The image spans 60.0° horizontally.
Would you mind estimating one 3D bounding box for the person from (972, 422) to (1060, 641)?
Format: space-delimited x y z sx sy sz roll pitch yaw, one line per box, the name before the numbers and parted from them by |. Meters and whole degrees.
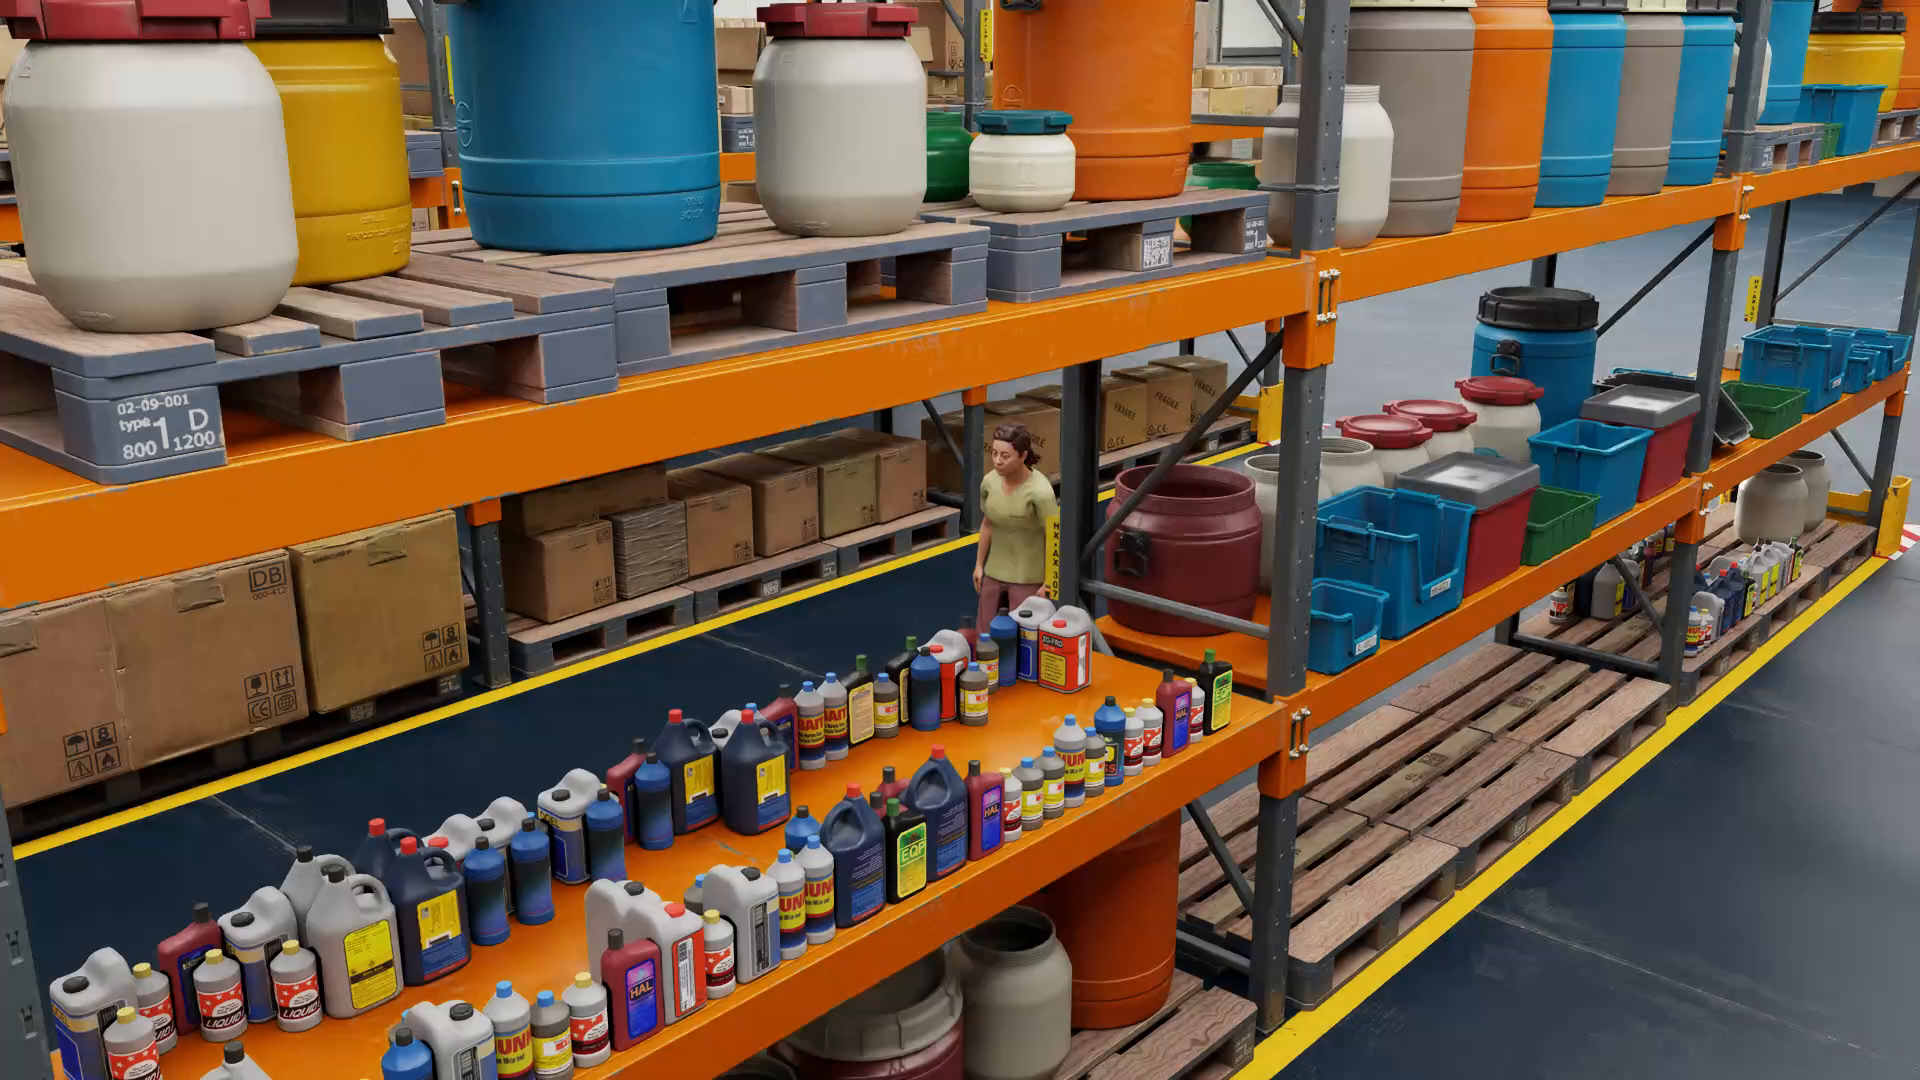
person | 0.268 0.214 8.349 0.520 1.671 0.363 13 21 36
